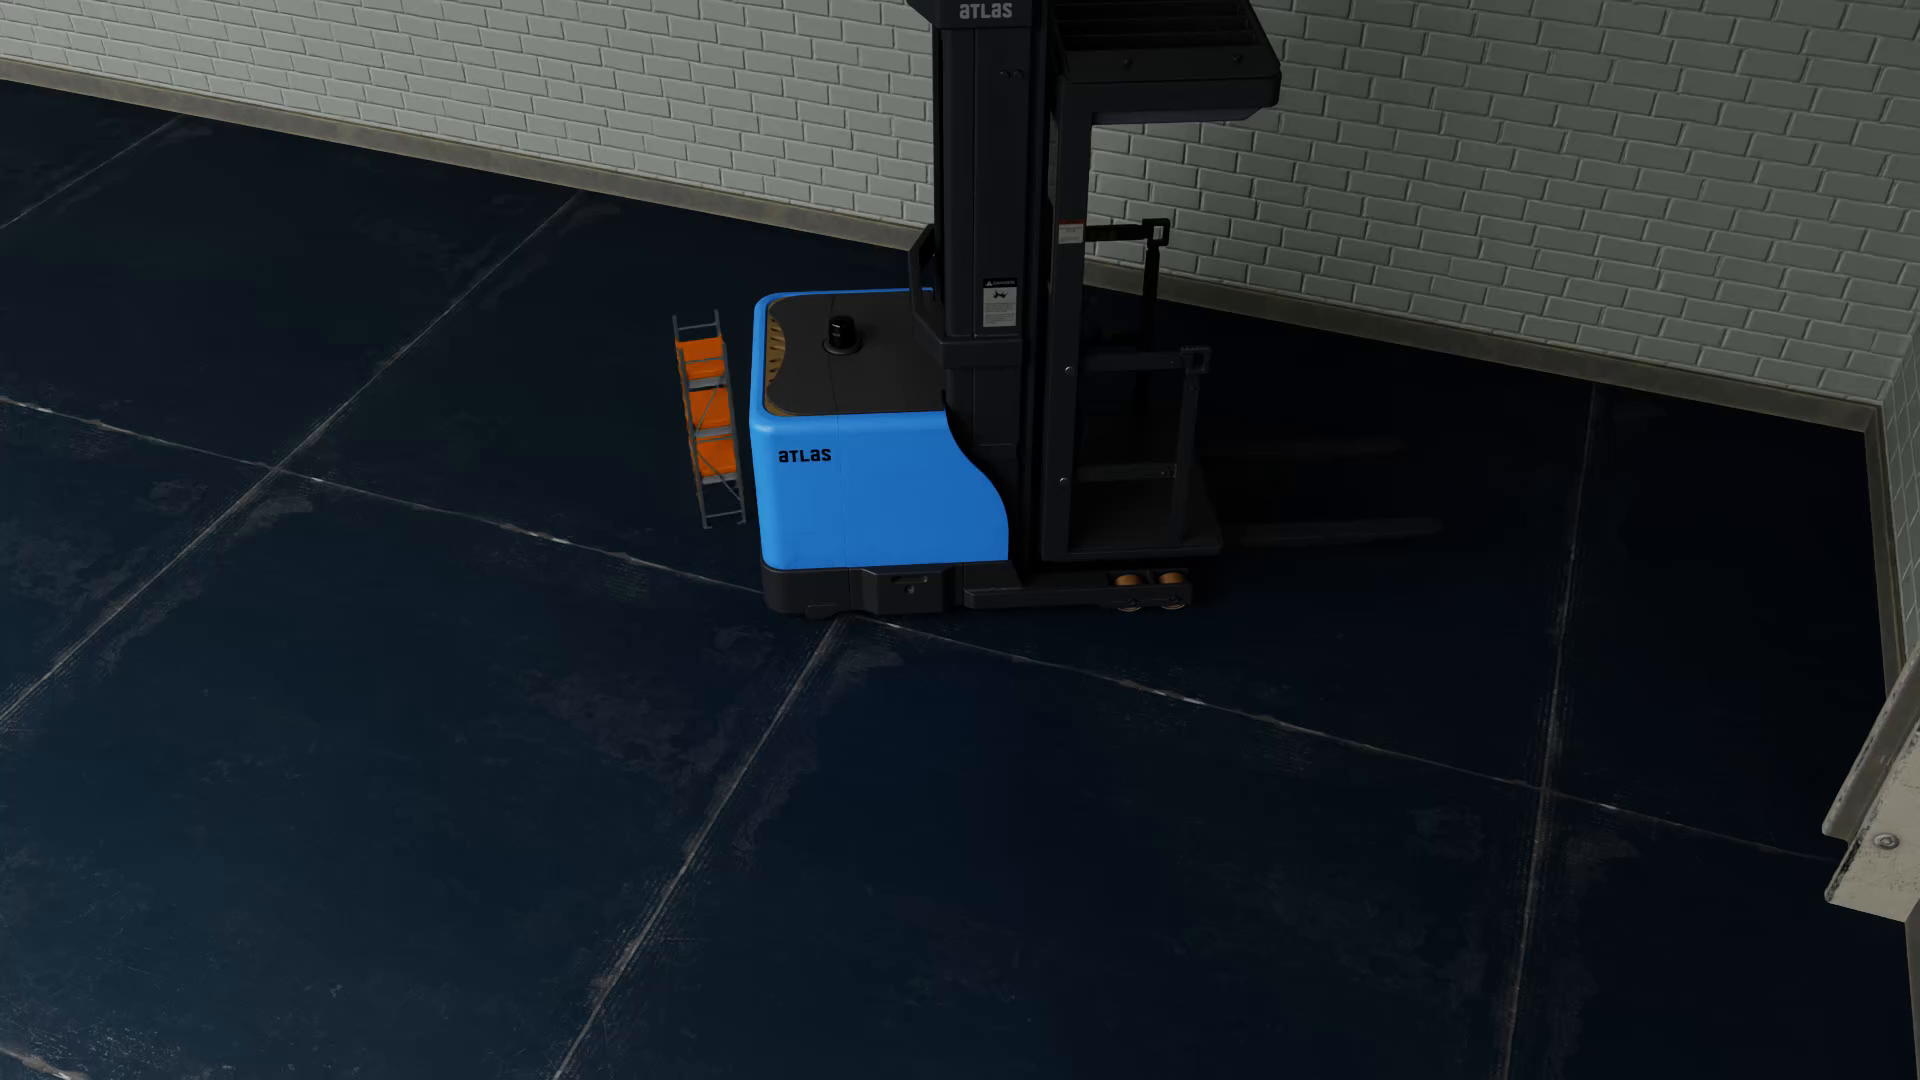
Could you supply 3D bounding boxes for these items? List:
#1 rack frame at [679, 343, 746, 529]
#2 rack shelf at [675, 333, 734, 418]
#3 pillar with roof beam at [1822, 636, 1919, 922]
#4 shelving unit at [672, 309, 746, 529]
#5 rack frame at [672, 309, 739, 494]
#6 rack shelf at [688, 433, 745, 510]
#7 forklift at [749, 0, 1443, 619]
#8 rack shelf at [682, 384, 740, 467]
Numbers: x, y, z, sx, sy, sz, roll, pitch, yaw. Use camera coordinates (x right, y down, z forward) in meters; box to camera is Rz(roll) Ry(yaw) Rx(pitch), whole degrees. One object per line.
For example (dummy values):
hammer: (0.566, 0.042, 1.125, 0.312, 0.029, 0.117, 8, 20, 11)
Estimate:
rack frame: (-1.096, -0.445, 7.415, 0.200, 1.050, 0.008, -9, 45, -10)
rack shelf: (-1.123, -0.723, 7.309, 0.215, 0.259, 0.240, -9, 45, -10)
pillar with roof beam: (-0.639, -3.131, 4.440, 9.100, 9.000, 0.400, 13, 42, 15)
shelving unit: (-1.125, -0.528, 7.500, 0.215, 1.050, 0.252, -9, 45, -10)
rack frame: (-1.153, -0.611, 7.584, 0.200, 1.050, 0.008, -9, 45, -10)
rack shelf: (-1.127, -0.321, 7.701, 0.215, 0.259, 0.240, -9, 45, -10)
forklift: (0.623, -1.143, 6.785, 3.031, 2.935, 1.130, -3, 41, -3)
rack shelf: (-1.125, -0.520, 7.507, 0.215, 0.259, 0.240, -9, 45, -10)
